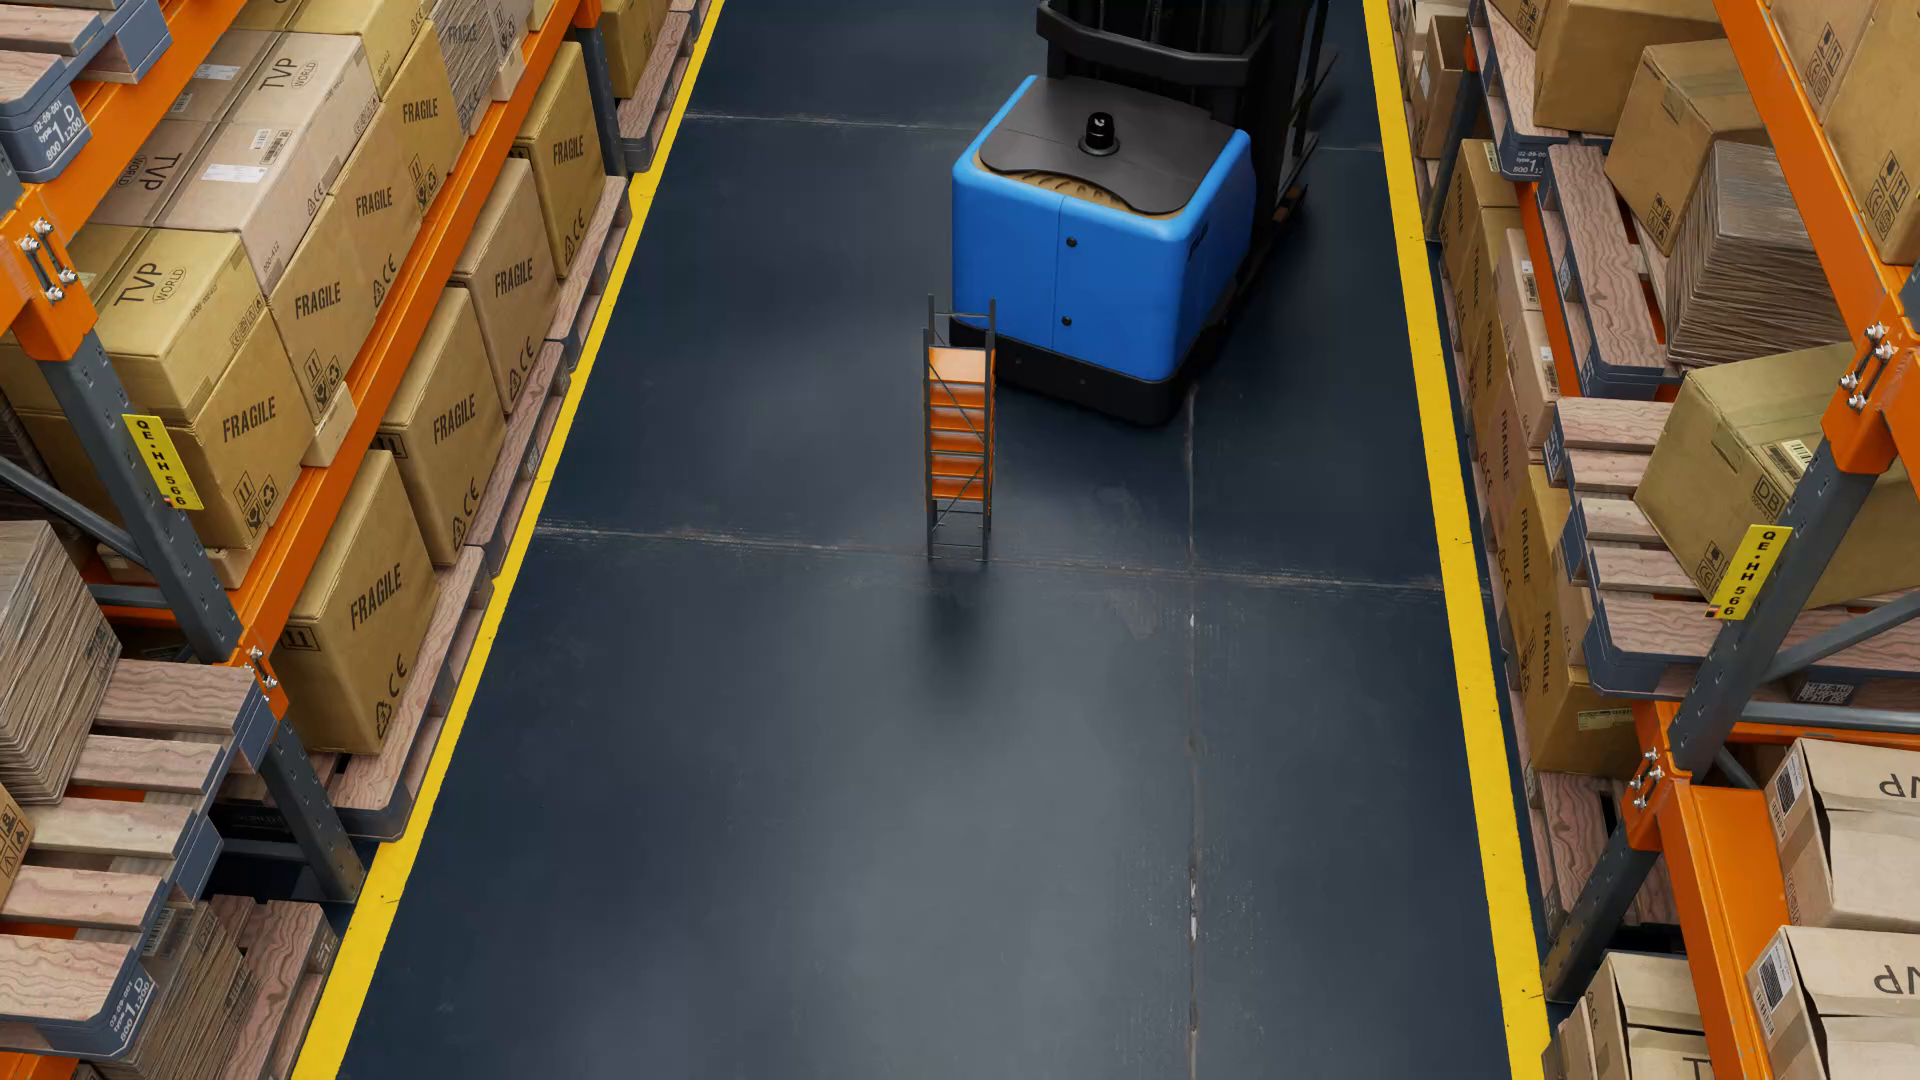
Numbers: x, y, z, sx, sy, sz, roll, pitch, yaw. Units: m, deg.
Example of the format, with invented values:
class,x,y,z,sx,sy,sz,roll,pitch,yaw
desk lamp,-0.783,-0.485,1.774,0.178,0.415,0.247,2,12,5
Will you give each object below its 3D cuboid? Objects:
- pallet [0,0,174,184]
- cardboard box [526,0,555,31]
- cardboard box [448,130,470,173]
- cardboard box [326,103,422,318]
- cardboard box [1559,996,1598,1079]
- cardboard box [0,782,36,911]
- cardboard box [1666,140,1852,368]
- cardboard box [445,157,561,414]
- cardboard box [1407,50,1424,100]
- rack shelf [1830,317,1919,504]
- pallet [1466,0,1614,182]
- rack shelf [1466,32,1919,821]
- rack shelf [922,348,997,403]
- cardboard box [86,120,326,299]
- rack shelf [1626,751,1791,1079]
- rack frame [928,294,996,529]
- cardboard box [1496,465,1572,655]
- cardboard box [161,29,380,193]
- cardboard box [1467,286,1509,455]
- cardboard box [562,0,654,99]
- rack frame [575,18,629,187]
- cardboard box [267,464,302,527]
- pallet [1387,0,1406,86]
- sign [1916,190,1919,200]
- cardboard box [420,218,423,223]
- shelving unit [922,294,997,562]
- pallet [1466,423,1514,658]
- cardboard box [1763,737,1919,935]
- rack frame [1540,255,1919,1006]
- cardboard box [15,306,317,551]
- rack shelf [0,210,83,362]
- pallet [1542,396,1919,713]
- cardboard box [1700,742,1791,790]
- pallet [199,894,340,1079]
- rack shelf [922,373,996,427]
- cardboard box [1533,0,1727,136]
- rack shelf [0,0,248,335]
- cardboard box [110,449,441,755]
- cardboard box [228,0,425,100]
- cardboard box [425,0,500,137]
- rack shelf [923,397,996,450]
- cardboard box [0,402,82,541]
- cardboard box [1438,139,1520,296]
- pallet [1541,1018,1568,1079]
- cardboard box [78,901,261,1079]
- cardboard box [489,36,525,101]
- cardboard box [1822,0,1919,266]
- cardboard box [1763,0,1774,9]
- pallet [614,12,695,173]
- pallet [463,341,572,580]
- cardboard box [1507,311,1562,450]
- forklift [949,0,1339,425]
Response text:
class,x,y,z,sx,sy,sz,roll,pitch,yaw
pallet,-2.530,-1.282,3.985,1.213,0.211,1.003,6,48,5
cardboard box,-1.920,-2.264,6.945,0.380,0.149,0.250,5,48,4
cardboard box,-2.080,-1.520,6.264,0.380,0.149,0.250,3,48,2
cardboard box,-2.134,-1.087,5.428,0.500,0.500,0.500,4,48,3
cardboard box,2.057,1.625,4.810,0.500,0.250,0.500,4,48,3
cardboard box,-2.593,0.719,3.694,0.700,0.500,0.500,0,48,0
cardboard box,2.616,-0.832,5.126,0.700,0.500,0.500,12,49,11
cardboard box,-2.180,-1.073,6.871,0.750,0.750,0.750,5,48,5
cardboard box,2.506,-2.370,8.518,0.380,0.149,0.250,4,48,4
rack shelf,2.215,1.173,2.099,1.077,0.370,4.000,4,48,4
pallet,2.580,-1.821,6.513,1.003,0.211,1.213,4,48,4
rack shelf,2.579,-0.754,5.894,1.077,0.370,4.000,4,48,4
rack shelf,-0.001,-0.607,6.065,0.258,0.103,0.180,4,48,4
cardboard box,-2.190,-0.962,4.806,0.500,0.250,0.500,3,48,3
rack shelf,2.215,2.186,3.206,1.077,0.370,4.000,4,48,4
rack frame,0.007,-0.462,6.359,0.240,1.200,0.006,4,48,4
cardboard box,2.296,0.085,6.035,0.500,0.500,0.500,2,48,2
cardboard box,-2.148,-1.330,5.143,0.500,0.250,0.500,4,48,4
cardboard box,2.384,-0.672,6.728,0.500,0.500,0.500,4,48,4
cardboard box,-2.001,-2.637,8.539,0.700,0.500,0.500,4,48,4
rack frame,-2.172,-2.796,7.275,1.000,3.000,0.127,4,48,4
cardboard box,-2.244,-0.190,5.048,0.380,0.149,0.250,4,48,4
pallet,2.934,-2.928,9.286,1.003,0.211,1.213,4,48,4
sign,1.857,-0.752,3.021,0.100,0.325,0.005,4,48,4
cardboard box,-2.147,-1.133,5.910,0.380,0.149,0.250,4,48,4
shelving unit,-0.001,-0.394,6.298,0.258,1.200,0.189,4,48,4
pallet,2.617,-0.026,6.631,1.003,0.211,1.213,4,48,4
cardboard box,2.320,0.768,4.075,0.500,0.311,0.500,7,48,6
rack frame,2.397,0.473,4.284,1.000,3.000,0.127,4,48,4
cardboard box,-2.237,-0.338,4.743,0.500,0.500,0.500,5,48,5
rack shelf,-2.719,0.843,2.401,1.077,0.370,4.000,4,48,4
pallet,2.389,0.035,4.815,1.213,0.211,1.003,4,48,4
cardboard box,2.723,0.853,5.333,0.500,0.500,0.500,6,48,5
pallet,-2.609,1.658,5.090,1.003,0.211,1.213,4,48,4
rack shelf,-0.001,-0.526,6.153,0.258,0.103,0.180,4,48,4
cardboard box,2.496,-1.799,6.010,0.700,0.500,0.500,11,48,10
rack shelf,-2.354,-2.096,5.089,1.077,0.370,4.000,4,48,4
cardboard box,-2.339,0.195,5.711,0.750,0.750,0.750,3,48,3
cardboard box,-2.108,-1.706,5.486,0.500,0.250,0.500,3,48,3
cardboard box,-2.054,-1.837,6.115,0.500,0.500,0.500,4,48,4
rack shelf,-0.001,-0.445,6.242,0.258,0.103,0.180,4,48,4
cardboard box,-2.756,-0.363,4.766,0.500,0.500,0.500,4,48,4
cardboard box,2.475,-1.432,7.423,0.500,0.500,0.500,2,48,2
pallet,2.283,2.017,4.762,1.003,0.211,1.213,4,48,4
cardboard box,-2.550,1.371,4.859,0.700,0.500,0.500,4,48,4
cardboard box,-1.954,-1.878,6.592,0.380,0.149,0.250,4,48,4
cardboard box,2.403,-0.896,3.436,0.910,0.500,0.500,4,48,4
cardboard box,2.497,-1.653,4.128,0.910,0.500,0.500,4,48,4
pallet,-2.025,-2.409,8.810,1.003,0.211,1.213,4,48,4
pallet,-2.276,-0.384,6.958,1.003,0.211,1.213,4,48,4
cardboard box,2.339,-0.581,6.137,0.500,0.250,0.500,3,48,3
forklift,1.052,-2.579,7.122,1.130,2.935,3.031,20,51,17
